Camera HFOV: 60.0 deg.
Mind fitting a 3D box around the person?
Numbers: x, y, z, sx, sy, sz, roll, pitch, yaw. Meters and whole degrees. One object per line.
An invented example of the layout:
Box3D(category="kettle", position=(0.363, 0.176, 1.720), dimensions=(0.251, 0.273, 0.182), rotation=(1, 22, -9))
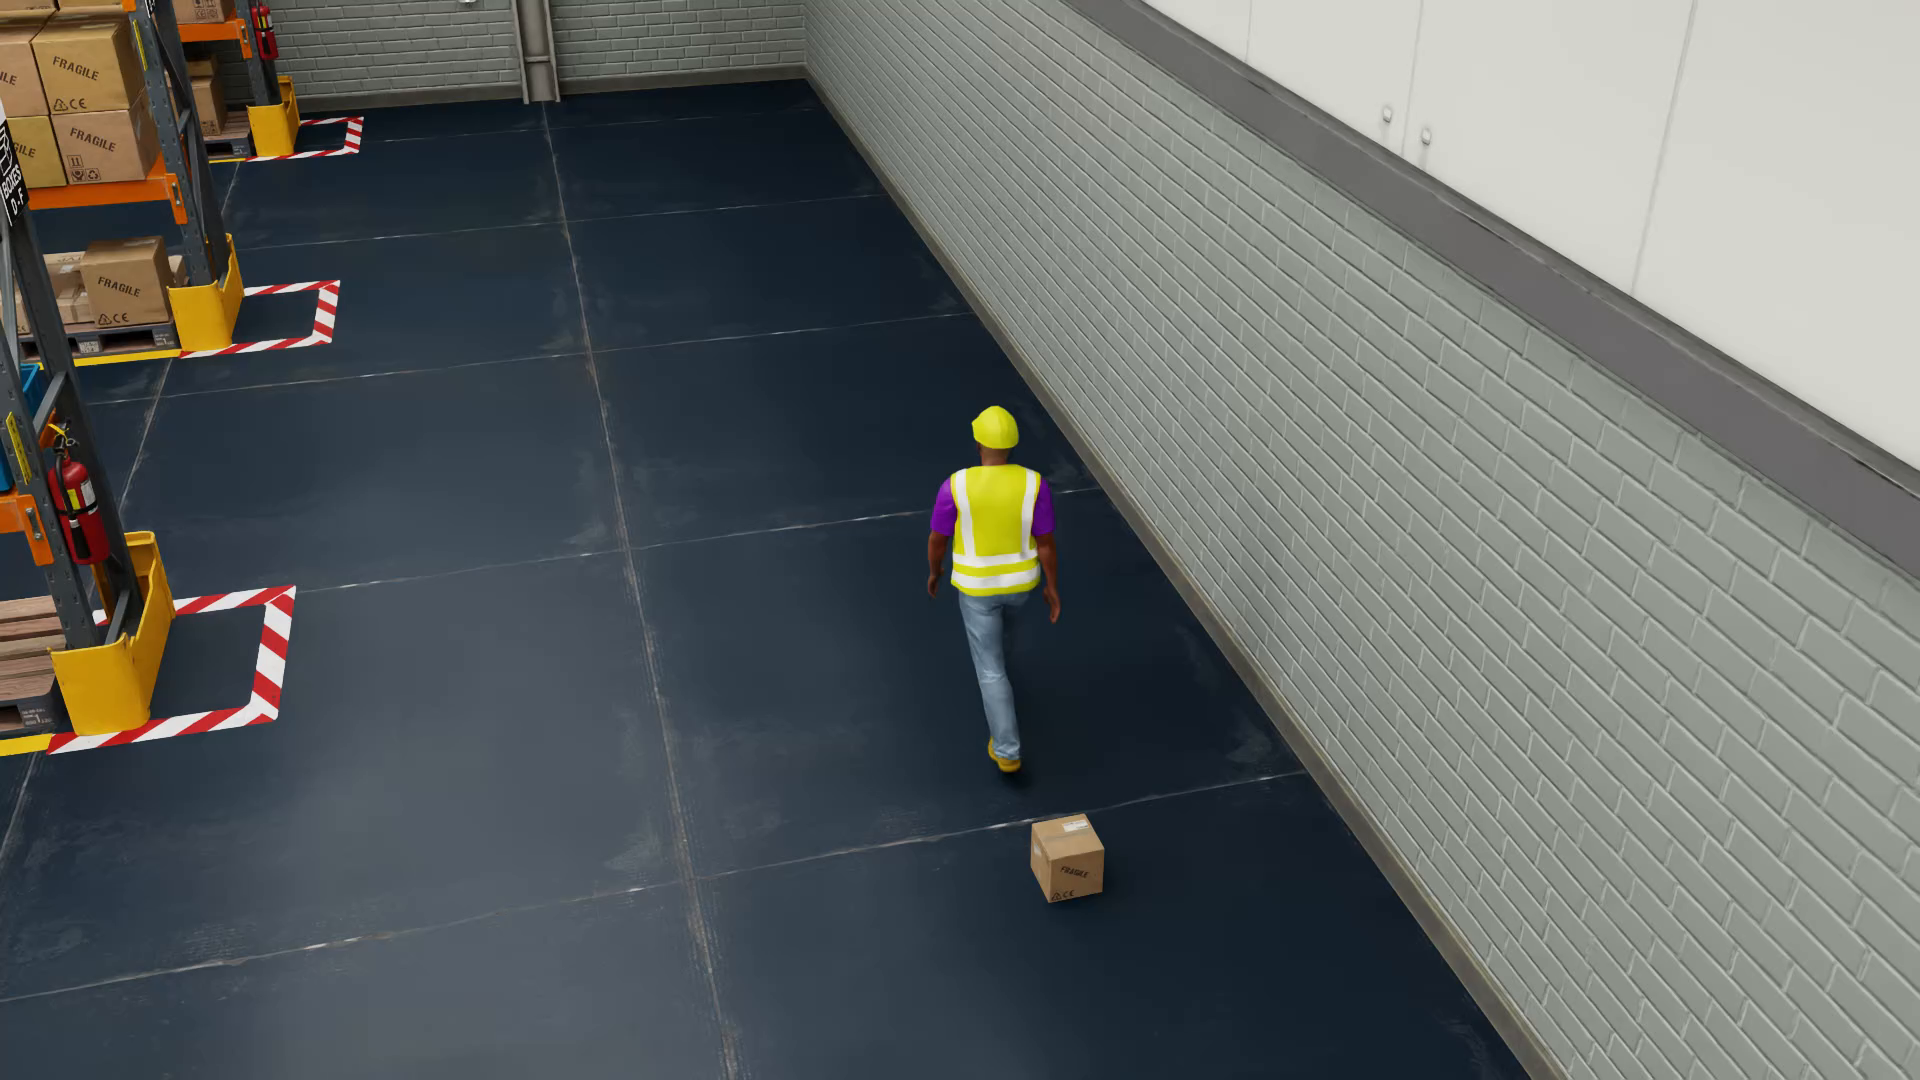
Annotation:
Box3D(category="person", position=(0.154, 0.177, 7.936), dimensions=(0.600, 1.717, 1.073), rotation=(-7, 31, -12))
